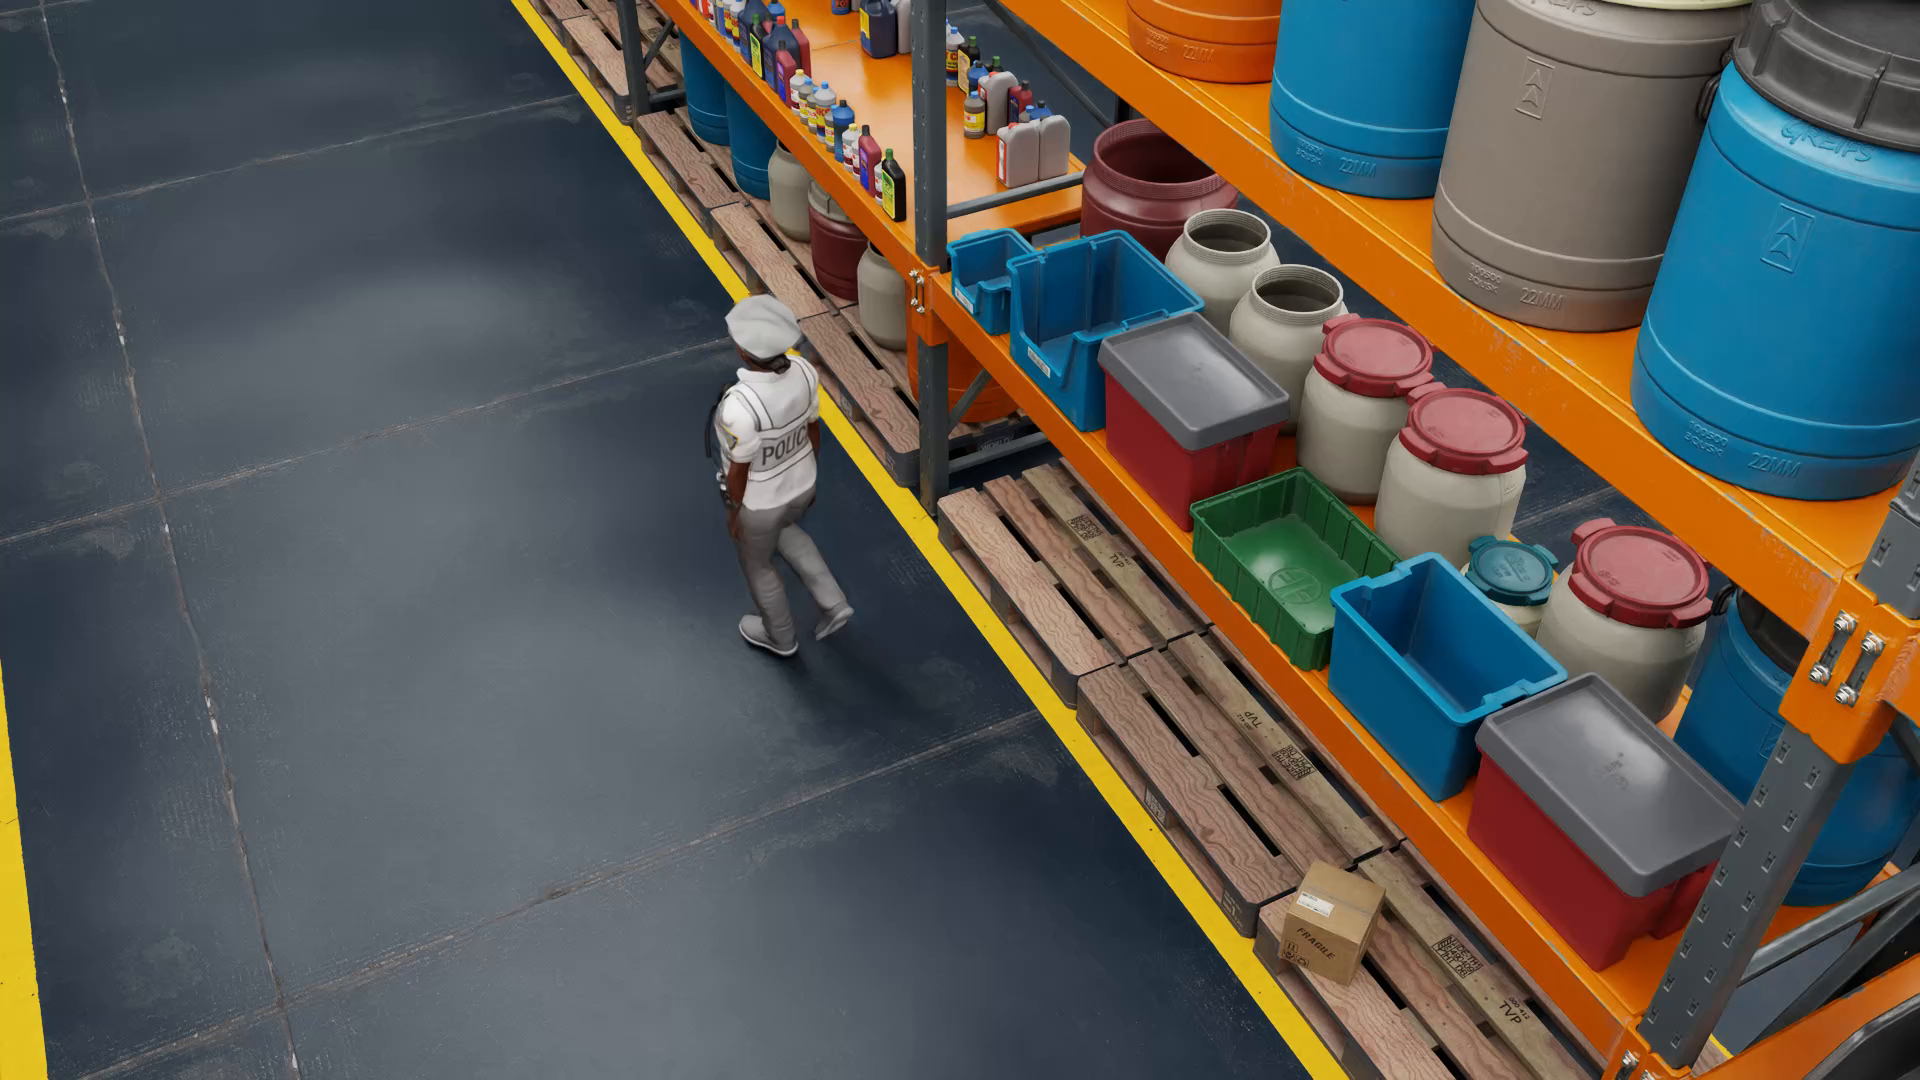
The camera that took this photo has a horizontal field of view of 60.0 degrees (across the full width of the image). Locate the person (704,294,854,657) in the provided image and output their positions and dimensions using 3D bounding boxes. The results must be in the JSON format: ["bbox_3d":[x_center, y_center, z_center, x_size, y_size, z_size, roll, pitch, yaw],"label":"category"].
[{"bbox_3d":[-0.697,-0.194,6.321,0.489,1.679,0.443,28,49,28],"label":"person"}]
